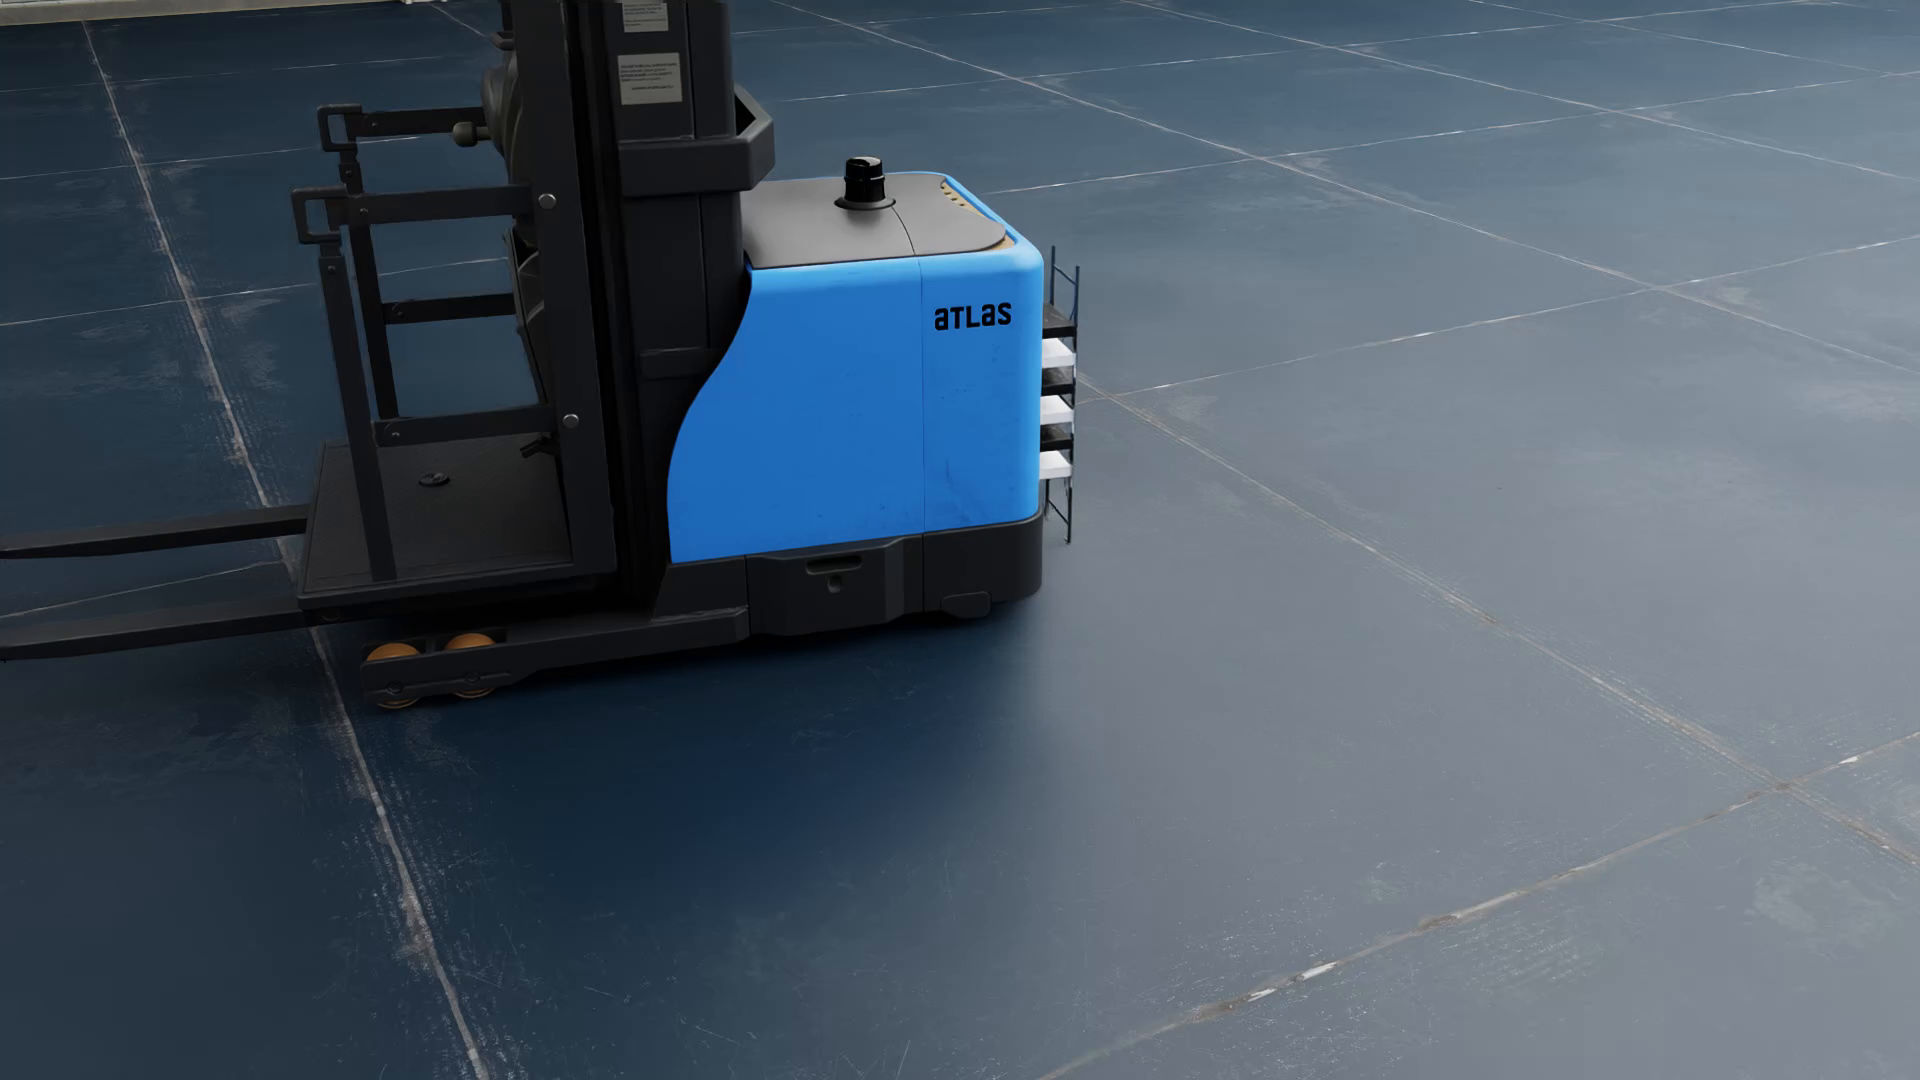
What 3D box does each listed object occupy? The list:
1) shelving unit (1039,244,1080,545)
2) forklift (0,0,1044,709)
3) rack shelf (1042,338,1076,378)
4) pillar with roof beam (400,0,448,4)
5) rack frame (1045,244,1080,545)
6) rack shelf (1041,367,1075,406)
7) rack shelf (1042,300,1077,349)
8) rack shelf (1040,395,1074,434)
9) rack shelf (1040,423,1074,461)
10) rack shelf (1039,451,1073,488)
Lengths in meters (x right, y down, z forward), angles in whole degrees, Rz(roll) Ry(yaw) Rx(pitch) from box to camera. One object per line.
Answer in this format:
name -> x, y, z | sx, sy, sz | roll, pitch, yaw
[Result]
shelving unit -> 0.215, -0.428, 5.101 | 0.210, 0.900, 0.258 | -7, 27, -14
forklift -> -1.339, -1.136, 4.230 | 3.031, 2.935, 1.130 | -7, 27, -14
rack shelf -> 0.215, -0.560, 5.038 | 0.200, 0.077, 0.258 | -7, 27, -14
pillar with roof beam -> -3.199, -7.665, 10.819 | 0.400, 9.000, 9.100 | -13, 29, -25
rack frame -> 0.312, -0.440, 5.127 | 0.006, 0.900, 0.240 | -7, 27, -14
rack shelf -> 0.215, -0.479, 5.077 | 0.200, 0.077, 0.258 | -7, 27, -14
rack shelf -> 0.215, -0.641, 4.999 | 0.200, 0.077, 0.258 | -7, 27, -14
rack shelf -> 0.215, -0.398, 5.116 | 0.200, 0.077, 0.258 | -7, 27, -14
rack shelf -> 0.215, -0.317, 5.155 | 0.200, 0.077, 0.258 | -7, 27, -14
rack shelf -> 0.215, -0.236, 5.194 | 0.200, 0.077, 0.258 | -7, 27, -14
